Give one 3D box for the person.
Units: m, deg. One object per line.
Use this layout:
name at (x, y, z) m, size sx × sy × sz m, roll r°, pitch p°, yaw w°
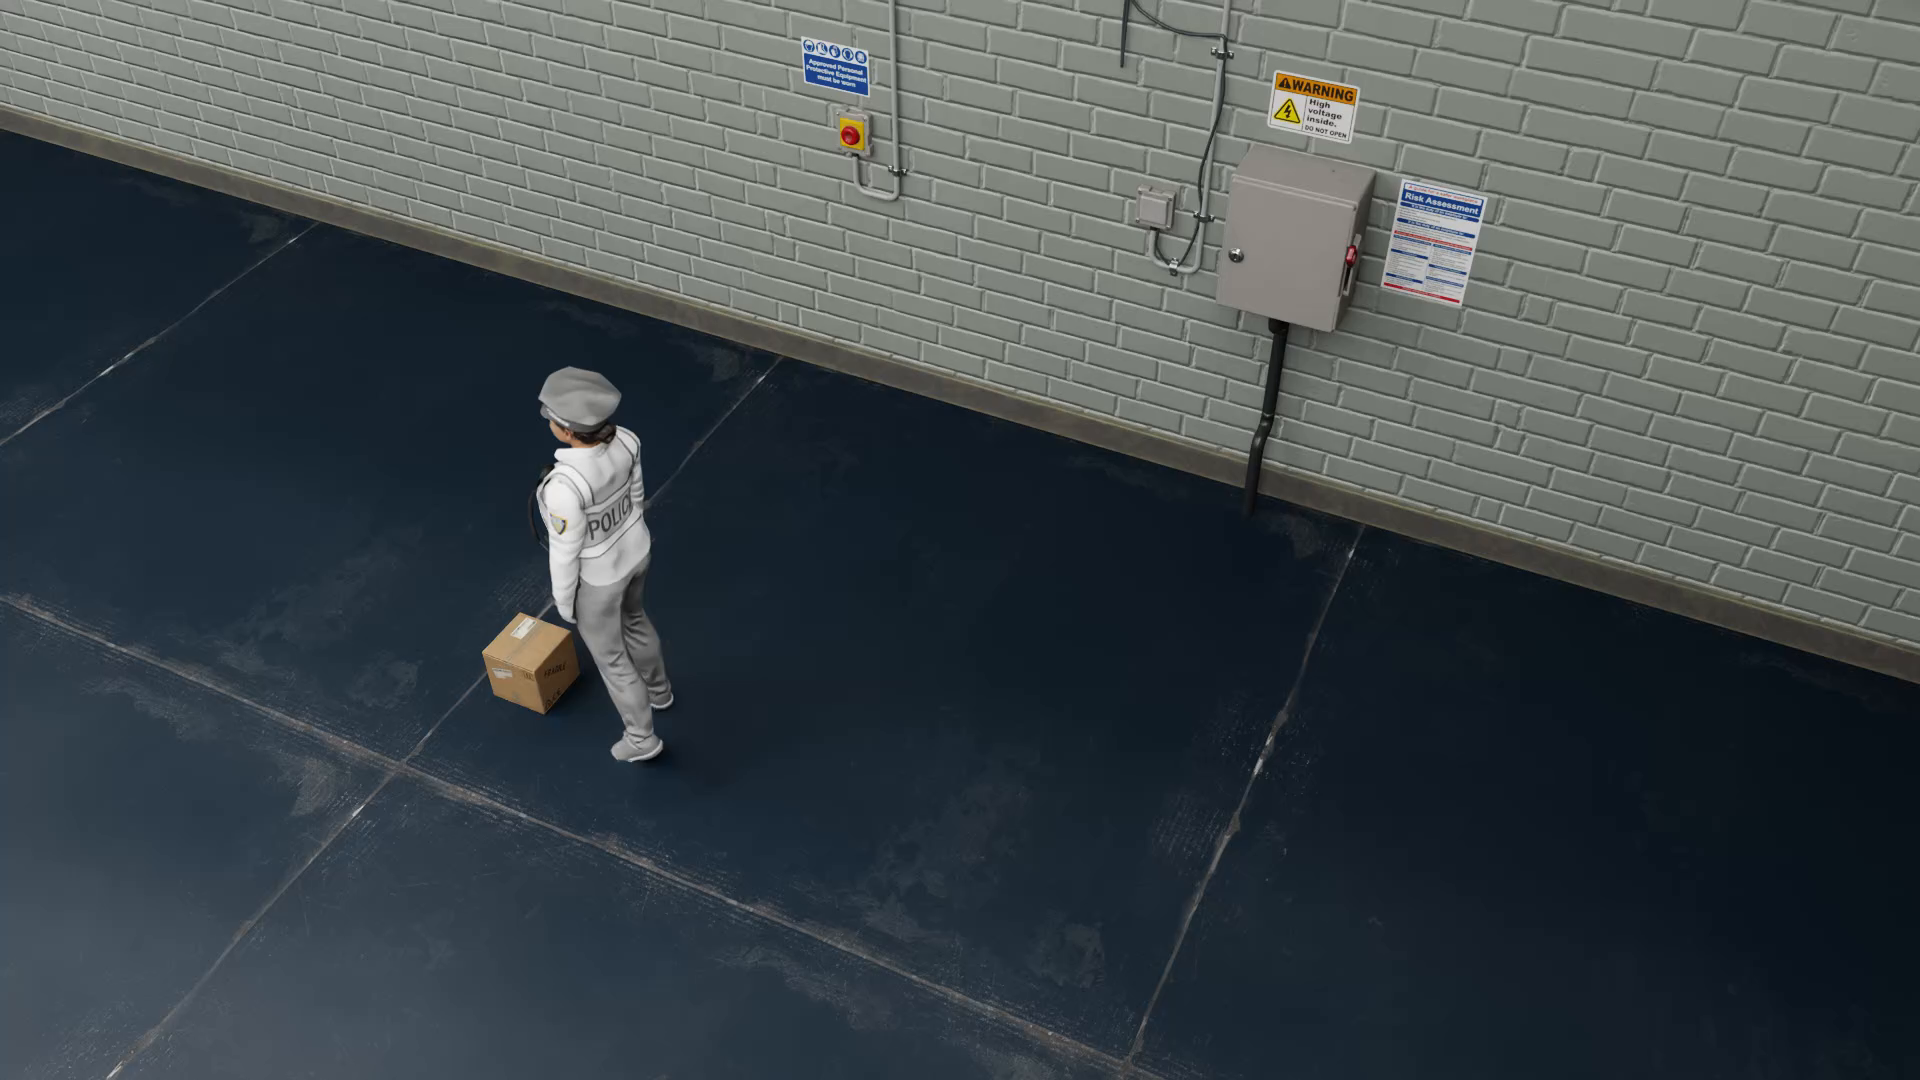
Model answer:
person at (-1.292, 0.135, 6.067) m, size 0.391 × 1.719 × 0.473 m, roll 18°, pitch 45°, yaw 19°
